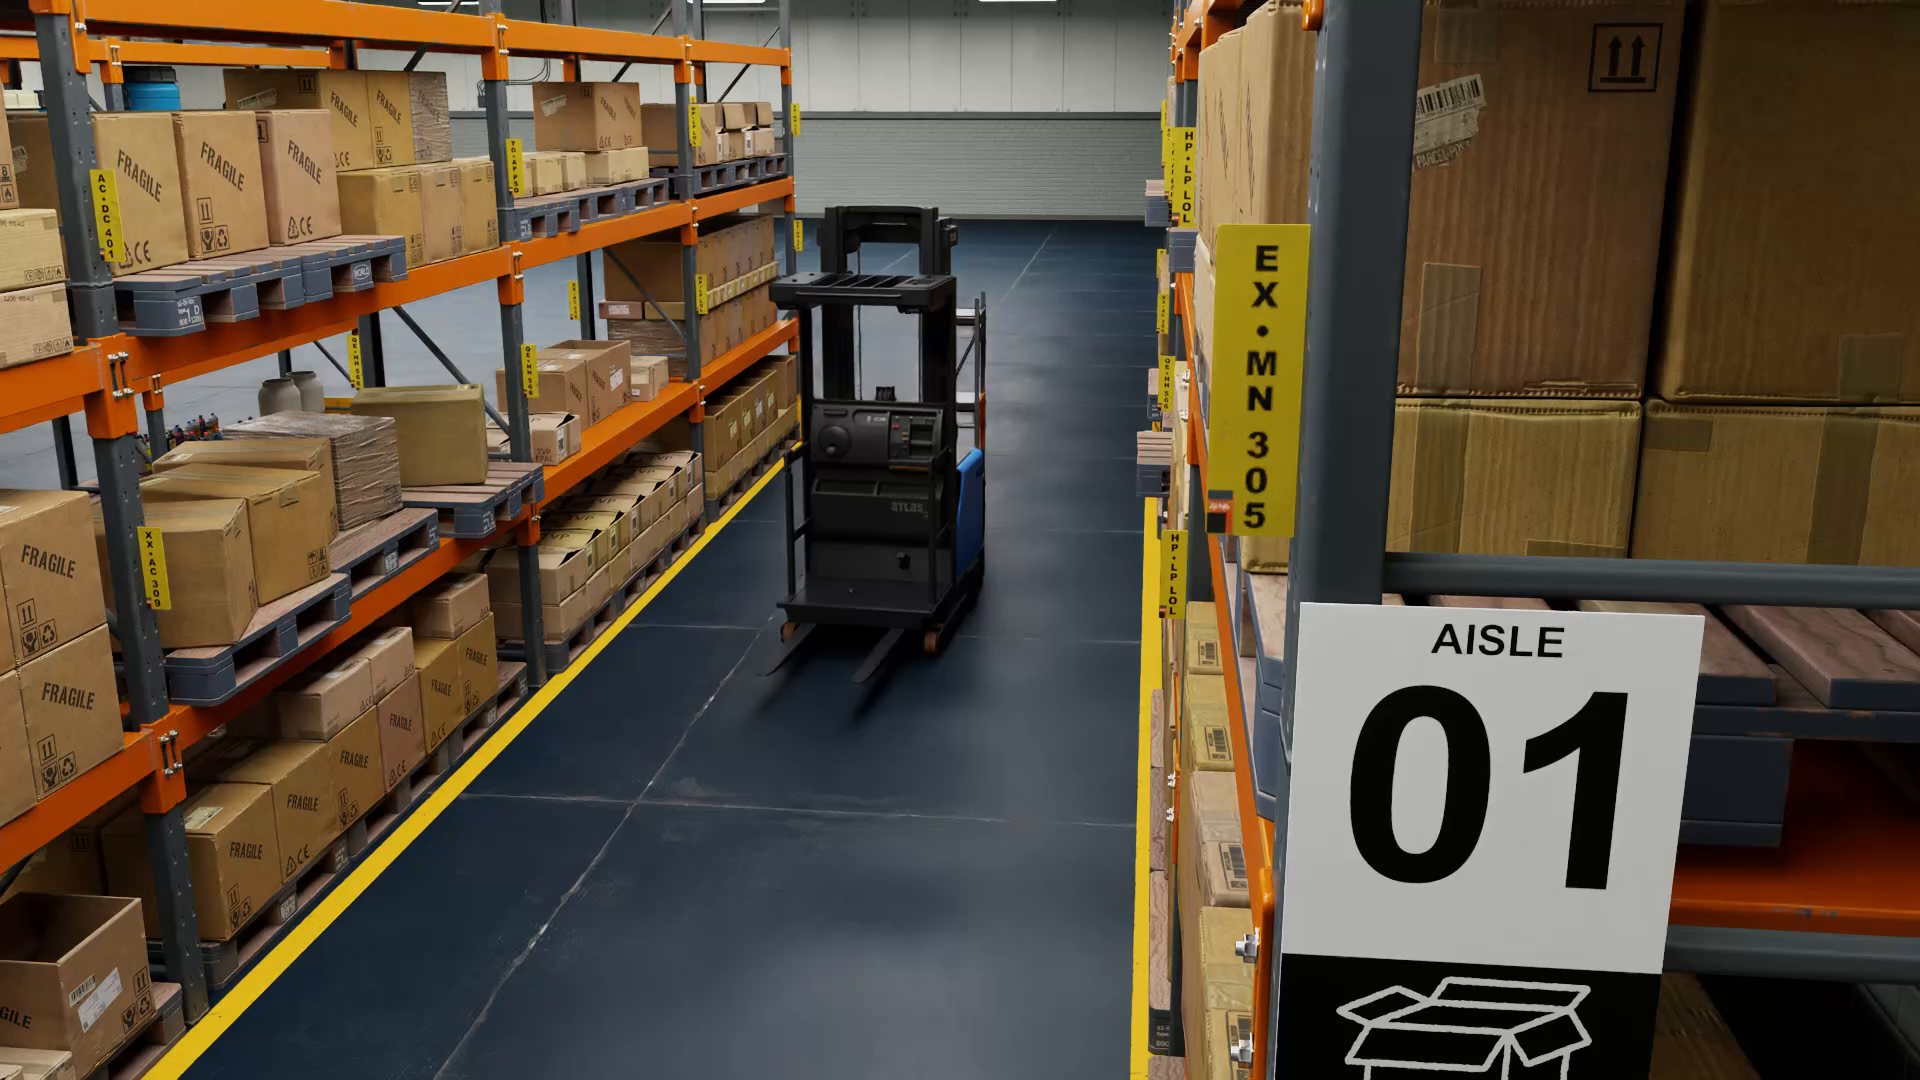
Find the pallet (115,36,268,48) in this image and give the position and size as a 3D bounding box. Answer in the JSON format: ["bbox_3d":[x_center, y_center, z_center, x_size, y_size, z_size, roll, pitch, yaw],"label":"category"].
[{"bbox_3d":[-7.441,-4.853,15.997,1.003,0.211,1.213,2,15,6],"label":"pallet"}]

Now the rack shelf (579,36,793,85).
[{"bbox_3d":[-2.494,-4.437,15.474,1.077,0.370,4.000,2,15,6],"label":"rack shelf"}]

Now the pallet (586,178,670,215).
[{"bbox_3d":[-2.807,-2.689,12.979,0.805,0.209,1.217,1,15,4],"label":"pallet"}]

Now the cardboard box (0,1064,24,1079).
[{"bbox_3d":[-3.490,1.949,5.517,0.500,0.311,0.500,2,15,6],"label":"cardboard box"}]

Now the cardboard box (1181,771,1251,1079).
[{"bbox_3d":[1.062,1.031,4.028,0.980,0.700,0.700,1,15,4],"label":"cardboard box"}]

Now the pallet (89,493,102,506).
[{"bbox_3d":[-7.691,-0.158,14.343,1.003,0.211,1.213,2,15,6],"label":"pallet"}]

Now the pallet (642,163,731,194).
[{"bbox_3d":[-2.650,-3.189,14.634,1.003,0.211,1.213,2,15,6],"label":"pallet"}]

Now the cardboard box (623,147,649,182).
[{"bbox_3d":[-2.799,-2.981,13.176,0.500,0.250,0.500,3,15,12],"label":"cardboard box"}]

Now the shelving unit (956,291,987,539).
[{"bbox_3d":[-0.019,-0.971,13.729,0.431,2.100,0.503,2,15,6],"label":"shelving unit"}]

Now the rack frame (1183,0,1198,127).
[{"bbox_3d":[1.751,-3.276,9.037,1.000,3.000,0.127,2,15,6],"label":"rack frame"}]

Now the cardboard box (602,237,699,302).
[{"bbox_3d":[-2.676,-2.352,14.437,0.700,0.500,0.500,2,15,7],"label":"cardboard box"}]

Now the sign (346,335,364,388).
[{"bbox_3d":[-3.723,-1.099,10.263,0.100,0.325,0.005,2,15,6],"label":"sign"}]

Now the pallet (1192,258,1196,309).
[{"bbox_3d":[1.354,-0.937,6.502,0.805,0.209,1.217,1,15,4],"label":"pallet"}]

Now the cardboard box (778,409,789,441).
[{"bbox_3d":[-2.080,-1.197,17.306,0.500,0.250,0.500,2,15,6],"label":"cardboard box"}]

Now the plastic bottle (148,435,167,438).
[{"bbox_3d":[-7.797,-0.952,16.168,0.144,0.351,0.185,2,15,6],"label":"plastic bottle"}]

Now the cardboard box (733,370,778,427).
[{"bbox_3d":[-2.132,-1.429,16.728,0.500,0.500,0.500,2,15,6],"label":"cardboard box"}]

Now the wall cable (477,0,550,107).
[{"bbox_3d":[-13.402,-15.935,49.340,2.305,6.003,0.169,2,15,6],"label":"wall cable"}]

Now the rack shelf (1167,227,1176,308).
[{"bbox_3d":[1.977,-1.999,11.441,1.077,0.370,4.000,2,15,6],"label":"rack shelf"}]

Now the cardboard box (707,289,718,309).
[{"bbox_3d":[-2.414,-2.188,15.072,0.380,0.149,0.250,2,15,6],"label":"cardboard box"}]

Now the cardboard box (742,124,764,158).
[{"bbox_3d":[-2.199,-3.824,15.910,0.500,0.311,0.500,4,16,13],"label":"cardboard box"}]

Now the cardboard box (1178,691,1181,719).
[{"bbox_3d":[1.061,0.607,6.614,0.380,0.149,0.250,2,15,7],"label":"cardboard box"}]

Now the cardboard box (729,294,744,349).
[{"bbox_3d":[-2.506,-2.126,16.085,0.700,0.500,0.500,2,15,8],"label":"cardboard box"}]

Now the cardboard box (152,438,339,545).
[{"bbox_3d":[-3.485,-0.198,8.153,0.700,0.500,0.500,-2,15,-8],"label":"cardboard box"}]

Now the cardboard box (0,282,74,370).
[{"bbox_3d":[-3.413,-0.729,5.652,0.500,0.250,0.500,2,15,6],"label":"cardboard box"}]

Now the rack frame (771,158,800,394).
[{"bbox_3d":[-2.269,-2.600,18.030,1.000,3.000,0.127,2,15,6],"label":"rack frame"}]

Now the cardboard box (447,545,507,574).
[{"bbox_3d":[-3.357,0.186,11.117,0.500,0.311,0.500,2,15,8],"label":"cardboard box"}]

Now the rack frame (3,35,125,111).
[{"bbox_3d":[-7.641,-4.605,13.953,1.000,3.000,0.127,2,15,6],"label":"rack frame"}]

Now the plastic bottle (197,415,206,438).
[{"bbox_3d":[-7.748,-1.128,16.950,0.061,0.283,0.133,2,15,7],"label":"plastic bottle"}]

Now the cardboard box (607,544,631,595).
[{"bbox_3d":[-2.712,0.207,12.112,0.500,0.250,0.500,1,15,5],"label":"cardboard box"}]

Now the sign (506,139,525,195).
[{"bbox_3d":[-2.633,-2.206,9.836,0.100,0.325,0.005,2,15,6],"label":"sign"}]

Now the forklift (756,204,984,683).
[{"bbox_3d":[-0.616,-0.738,11.278,1.130,2.935,3.031,3,15,11],"label":"forklift"}]

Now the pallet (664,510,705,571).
[{"bbox_3d":[-2.764,-0.024,13.846,1.003,0.211,1.213,2,15,6],"label":"pallet"}]

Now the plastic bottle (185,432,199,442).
[{"bbox_3d":[-7.281,-0.844,15.769,0.144,0.351,0.185,2,15,6],"label":"plastic bottle"}]

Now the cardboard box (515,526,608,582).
[{"bbox_3d":[-2.770,0.065,11.562,0.500,0.311,0.500,1,15,5],"label":"cardboard box"}]

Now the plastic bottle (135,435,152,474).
[{"bbox_3d":[-7.712,-0.814,15.658,0.144,0.351,0.185,2,15,6],"label":"plastic bottle"}]

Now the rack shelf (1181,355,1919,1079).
[{"bbox_3d":[1.074,0.076,3.768,1.077,0.370,4.000,2,15,6],"label":"rack shelf"}]

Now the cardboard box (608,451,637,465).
[{"bbox_3d":[-3.014,-0.609,14.055,0.500,0.311,0.500,2,15,6],"label":"cardboard box"}]

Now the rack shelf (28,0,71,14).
[{"bbox_3d":[-3.848,-1.516,3.913,1.077,0.370,4.000,2,15,6],"label":"rack shelf"}]

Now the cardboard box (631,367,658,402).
[{"bbox_3d":[-2.637,-1.264,13.347,0.396,0.266,0.258,1,15,5],"label":"cardboard box"}]

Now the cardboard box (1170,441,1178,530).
[{"bbox_3d":[1.316,-0.199,8.351,0.500,0.500,0.500,2,15,6],"label":"cardboard box"}]

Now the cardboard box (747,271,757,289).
[{"bbox_3d":[-2.239,-2.589,16.555,0.380,0.149,0.250,2,15,8],"label":"cardboard box"}]

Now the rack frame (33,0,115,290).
[{"bbox_3d":[-3.623,-2.383,5.737,1.000,3.000,0.127,2,15,6],"label":"rack frame"}]

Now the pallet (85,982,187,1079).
[{"bbox_3d":[-3.701,2.037,6.225,1.003,0.211,1.213,2,15,6],"label":"pallet"}]

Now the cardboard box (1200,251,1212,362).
[{"bbox_3d":[0.837,-0.533,3.930,0.500,0.250,0.500,1,15,5],"label":"cardboard box"}]

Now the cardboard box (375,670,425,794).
[{"bbox_3d":[-3.156,0.989,8.702,0.500,0.500,0.500,1,15,4],"label":"cardboard box"}]

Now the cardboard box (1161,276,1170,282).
[{"bbox_3d":[2.067,-2.108,15.025,0.500,0.500,0.500,1,15,5],"label":"cardboard box"}]

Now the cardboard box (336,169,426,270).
[{"bbox_3d":[-3.303,-1.640,8.542,0.910,0.500,0.500,2,15,6],"label":"cardboard box"}]

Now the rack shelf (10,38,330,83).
[{"bbox_3d":[-7.416,-4.584,16.018,1.077,0.370,4.000,2,15,6],"label":"rack shelf"}]

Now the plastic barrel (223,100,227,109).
[{"bbox_3d":[-7.192,-4.189,16.995,0.600,0.588,0.600,0,15,0],"label":"plastic barrel"}]

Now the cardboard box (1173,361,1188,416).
[{"bbox_3d":[1.440,-0.826,9.233,0.500,0.250,0.500,2,15,8],"label":"cardboard box"}]

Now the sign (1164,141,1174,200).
[{"bbox_3d":[1.212,-2.094,9.422,0.100,0.325,0.005,2,15,6],"label":"sign"}]

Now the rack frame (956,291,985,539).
[{"bbox_3d":[0.009,-1.034,13.963,0.400,2.100,0.015,2,15,6],"label":"rack frame"}]

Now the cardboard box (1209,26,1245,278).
[{"bbox_3d":[0.778,-0.756,3.321,0.500,0.500,0.500,1,15,4],"label":"cardboard box"}]

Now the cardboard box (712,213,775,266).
[{"bbox_3d":[-2.340,-3.140,17.350,0.700,0.500,0.500,2,15,6],"label":"cardboard box"}]
